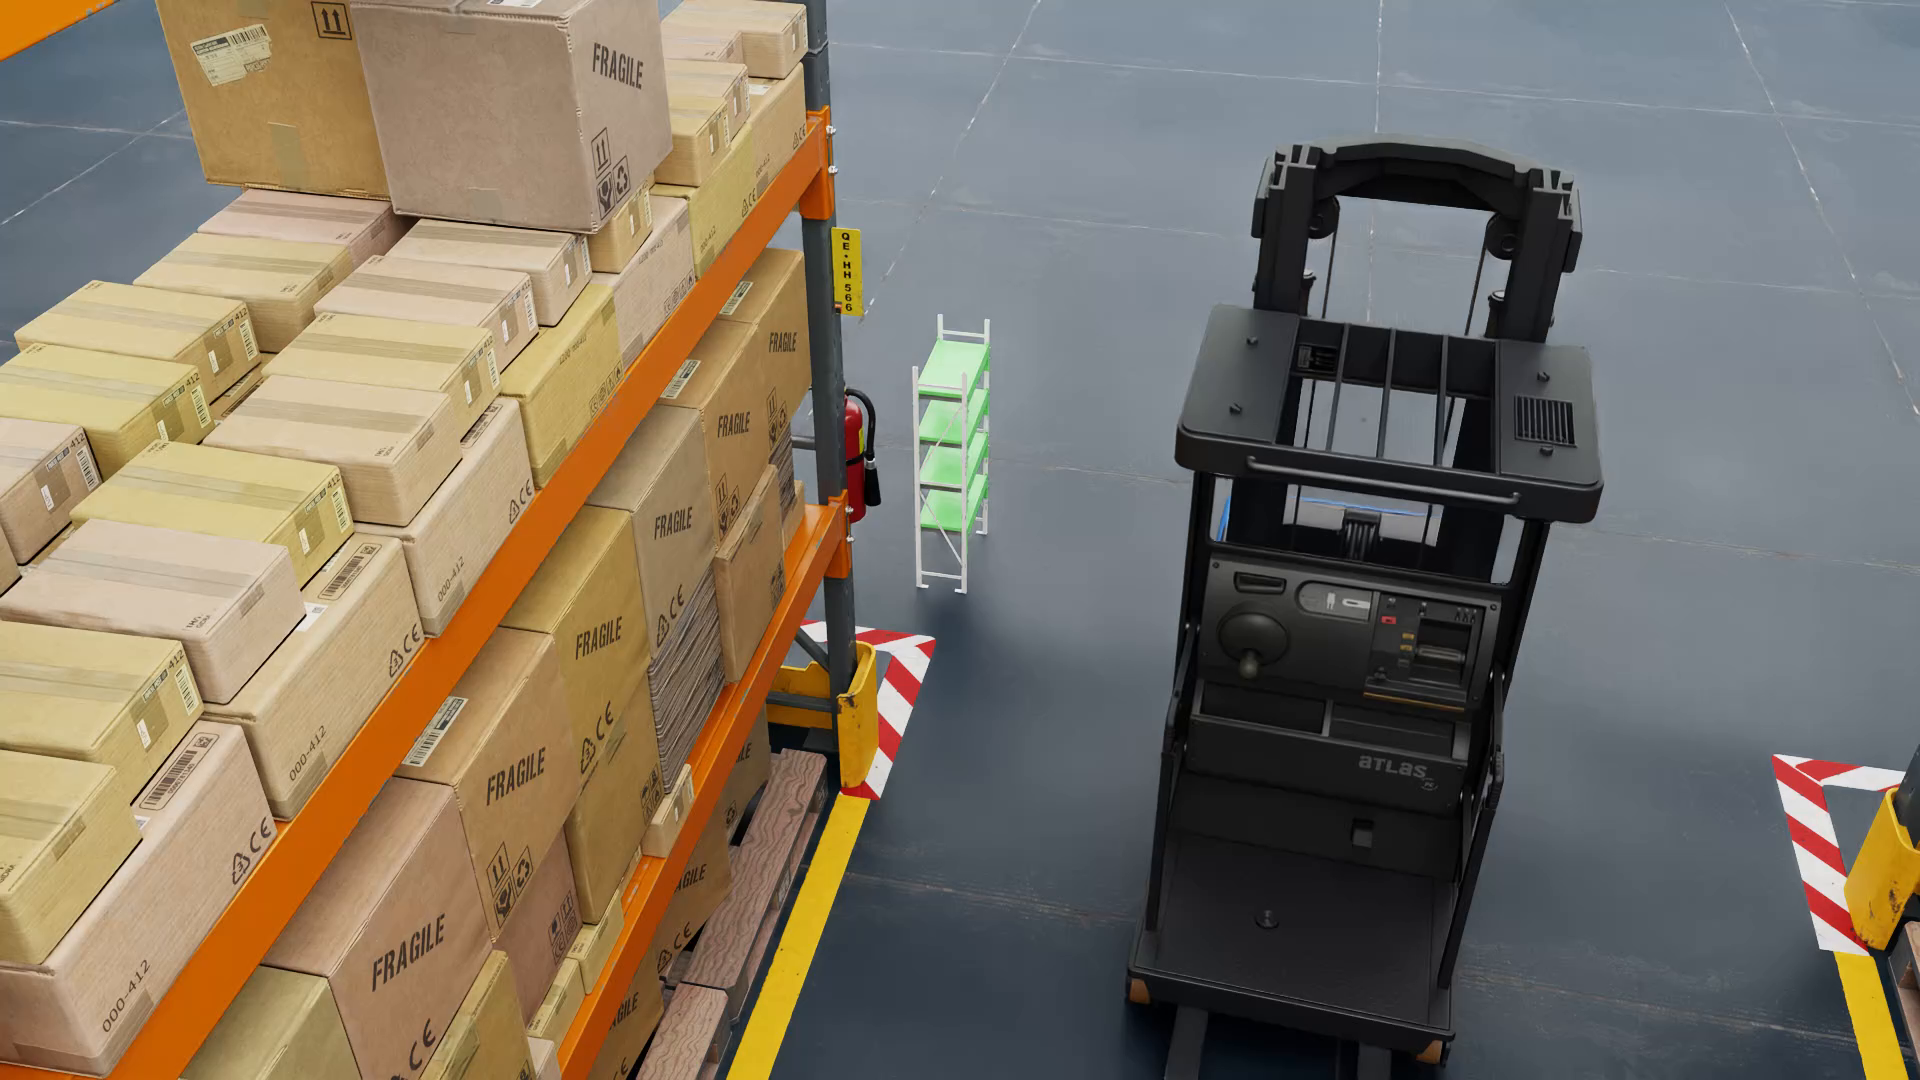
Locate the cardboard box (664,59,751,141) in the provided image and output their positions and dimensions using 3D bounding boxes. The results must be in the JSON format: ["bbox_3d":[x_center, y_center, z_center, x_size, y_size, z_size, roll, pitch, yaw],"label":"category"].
[{"bbox_3d":[-0.799,-1.214,4.601,0.380,0.149,0.250,6,36,8],"label":"cardboard box"}]

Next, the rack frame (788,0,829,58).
[{"bbox_3d":[-0.924,-2.831,4.488,1.000,3.000,0.127,7,37,10],"label":"rack frame"}]

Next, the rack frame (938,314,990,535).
[{"bbox_3d":[0.017,-0.531,7.960,0.240,1.200,0.015,7,37,10],"label":"rack frame"}]

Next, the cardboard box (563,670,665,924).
[{"bbox_3d":[-1.325,0.617,4.504,0.875,0.500,0.500,7,37,10],"label":"cardboard box"}]

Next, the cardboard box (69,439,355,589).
[{"bbox_3d":[-1.328,-0.032,2.970,0.380,0.149,0.250,8,37,11],"label":"cardboard box"}]

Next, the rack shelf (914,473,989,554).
[{"bbox_3d":[-0.035,-0.145,7.945,0.258,0.148,0.480,7,37,10],"label":"rack shelf"}]

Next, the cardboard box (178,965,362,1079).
[{"bbox_3d":[-1.433,1.099,2.986,0.500,0.500,0.500,7,37,10],"label":"cardboard box"}]

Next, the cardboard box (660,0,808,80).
[{"bbox_3d":[-0.678,-1.519,5.022,0.380,0.149,0.250,7,37,10],"label":"cardboard box"}]

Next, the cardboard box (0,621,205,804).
[{"bbox_3d":[-1.417,0.267,2.557,0.380,0.149,0.250,6,36,8],"label":"cardboard box"}]

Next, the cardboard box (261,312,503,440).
[{"bbox_3d":[-1.166,-0.324,3.373,0.380,0.149,0.250,7,36,9],"label":"cardboard box"}]

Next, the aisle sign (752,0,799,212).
[{"bbox_3d":[-0.617,-1.452,5.483,0.394,0.787,0.004,7,37,10],"label":"aisle sign"}]

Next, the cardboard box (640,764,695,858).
[{"bbox_3d":[-1.001,0.762,4.856,0.380,0.149,0.250,7,37,10],"label":"cardboard box"}]

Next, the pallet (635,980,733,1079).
[{"bbox_3d":[-1.411,1.929,5.408,1.003,0.211,1.213,7,37,10],"label":"pallet"}]

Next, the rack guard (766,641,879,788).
[{"bbox_3d":[-0.940,0.654,6.922,1.175,0.500,0.348,7,37,10],"label":"rack guard"}]

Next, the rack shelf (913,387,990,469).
[{"bbox_3d":[-0.035,-0.534,7.664,0.258,0.148,0.480,7,37,10],"label":"rack shelf"}]

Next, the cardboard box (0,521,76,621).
[{"bbox_3d":[-1.814,0.145,3.065,0.500,0.250,0.500,8,37,11],"label":"cardboard box"}]

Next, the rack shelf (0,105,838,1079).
[{"bbox_3d":[-1.351,-0.179,3.997,1.077,0.370,4.000,7,37,10],"label":"rack shelf"}]

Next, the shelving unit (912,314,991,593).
[{"bbox_3d":[-0.035,-0.391,7.767,0.258,1.200,0.503,7,37,10],"label":"shelving unit"}]

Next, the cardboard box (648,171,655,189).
[{"bbox_3d":[-1.004,-0.941,4.224,0.380,0.149,0.250,8,37,11],"label":"cardboard box"}]

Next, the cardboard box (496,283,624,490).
[{"bbox_3d":[-1.102,-0.379,3.789,0.500,0.250,0.500,7,36,9],"label":"cardboard box"}]

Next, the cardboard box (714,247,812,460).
[{"bbox_3d":[-0.800,-0.621,5.361,0.500,0.500,0.500,7,37,10],"label":"cardboard box"}]

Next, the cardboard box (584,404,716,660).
[{"bbox_3d":[-1.010,-0.048,4.569,0.500,0.500,0.500,7,37,10],"label":"cardboard box"}]

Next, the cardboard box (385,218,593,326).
[{"bbox_3d":[-1.067,-0.623,3.785,0.380,0.149,0.250,6,36,8],"label":"cardboard box"}]

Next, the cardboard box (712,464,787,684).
[{"bbox_3d":[-1.057,0.051,5.285,0.875,0.500,0.500,7,37,10],"label":"cardboard box"}]

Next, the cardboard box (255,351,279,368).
[{"bbox_3d":[-1.599,-0.433,3.863,0.500,0.250,0.500,8,37,11],"label":"cardboard box"}]

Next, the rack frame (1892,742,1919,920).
[{"bbox_3d":[3.915,0.219,5.392,1.000,3.000,0.127,7,37,10],"label":"rack frame"}]

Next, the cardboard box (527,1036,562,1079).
[{"bbox_3d":[-1.208,1.336,4.064,0.380,0.149,0.250,7,37,10],"label":"cardboard box"}]

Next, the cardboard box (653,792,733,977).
[{"bbox_3d":[-1.167,1.143,5.889,0.500,0.500,0.500,17,39,22],"label":"cardboard box"}]

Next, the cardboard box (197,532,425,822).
[{"bbox_3d":[-1.324,0.208,2.979,0.500,0.250,0.500,7,37,10],"label":"cardboard box"}]

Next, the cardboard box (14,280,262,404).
[{"bbox_3d":[-1.714,-0.403,3.482,0.380,0.149,0.250,9,37,12],"label":"cardboard box"}]

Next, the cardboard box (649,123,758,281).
[{"bbox_3d":[-0.882,-0.961,4.592,0.500,0.250,0.500,8,37,10],"label":"cardboard box"}]

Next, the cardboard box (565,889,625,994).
[{"bbox_3d":[-1.131,1.046,4.465,0.380,0.149,0.250,7,37,10],"label":"cardboard box"}]

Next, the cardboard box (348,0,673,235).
[{"bbox_3d":[-1.007,-1.059,3.835,0.500,0.500,0.500,7,37,10],"label":"cardboard box"}]

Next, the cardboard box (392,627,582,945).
[{"bbox_3d":[-1.221,0.526,3.778,0.500,0.500,0.500,7,37,10],"label":"cardboard box"}]

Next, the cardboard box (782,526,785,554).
[{"bbox_3d":[-0.837,0.032,5.863,0.380,0.149,0.250,7,37,10],"label":"cardboard box"}]

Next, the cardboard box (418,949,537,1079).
[{"bbox_3d":[-1.480,1.198,3.702,0.875,0.500,0.500,7,37,10],"label":"cardboard box"}]

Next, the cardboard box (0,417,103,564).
[{"bbox_3d":[-1.842,-0.104,3.070,0.380,0.149,0.250,6,36,9],"label":"cardboard box"}]

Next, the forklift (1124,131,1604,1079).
[{"bbox_3d":[1.210,0.368,5.245,1.130,2.935,3.031,9,37,12],"label":"forklift"}]

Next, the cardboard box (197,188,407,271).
[{"bbox_3d":[-1.527,-0.698,3.889,0.380,0.149,0.250,7,37,9],"label":"cardboard box"}]

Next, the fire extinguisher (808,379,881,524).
[{"bbox_3d":[-0.449,-0.378,6.282,0.296,0.674,0.183,7,37,10],"label":"fire extinguisher"}]
